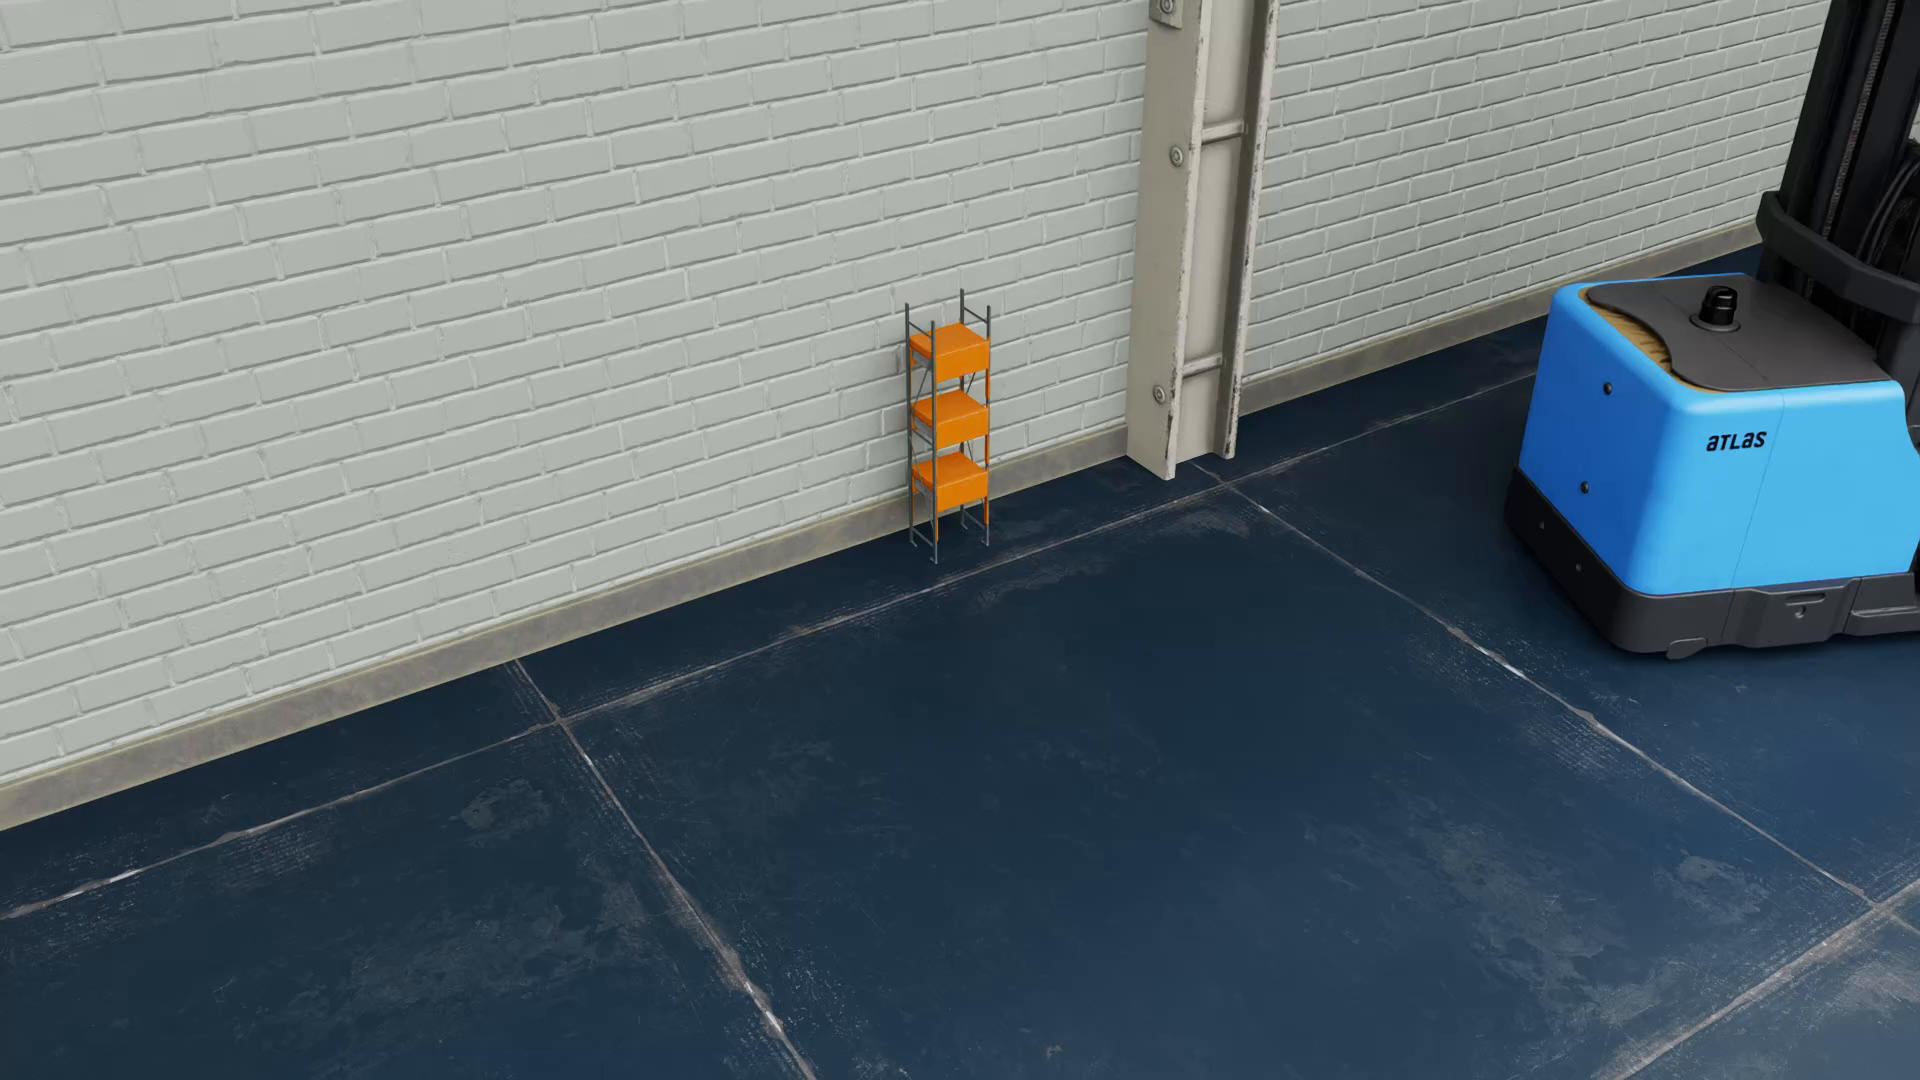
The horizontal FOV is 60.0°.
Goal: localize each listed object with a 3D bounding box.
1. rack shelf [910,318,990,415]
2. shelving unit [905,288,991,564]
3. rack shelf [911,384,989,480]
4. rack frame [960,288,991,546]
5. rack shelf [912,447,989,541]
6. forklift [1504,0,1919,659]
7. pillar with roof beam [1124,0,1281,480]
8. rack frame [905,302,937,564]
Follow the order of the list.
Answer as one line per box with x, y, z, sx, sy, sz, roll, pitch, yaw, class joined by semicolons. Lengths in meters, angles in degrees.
-0.045;-0.660;6.300;0.240;0.259;0.215;-19;37;-27;rack shelf
-0.045;-0.429;6.445;0.252;1.050;0.215;-19;37;-27;shelving unit
-0.045;-0.420;6.451;0.240;0.259;0.215;-19;37;-27;rack shelf
0.058;-0.464;6.501;0.008;1.050;0.200;-19;37;-27;rack frame
-0.045;-0.185;6.599;0.240;0.259;0.215;-19;37;-27;rack shelf
3.778;-1.169;5.856;3.031;2.935;1.130;-5;33;-8;forklift
3.299;-2.257;1.894;0.400;9.000;9.100;-19;37;-27;pillar with roof beam
-0.147;-0.393;6.389;0.008;1.050;0.200;-19;37;-27;rack frame
